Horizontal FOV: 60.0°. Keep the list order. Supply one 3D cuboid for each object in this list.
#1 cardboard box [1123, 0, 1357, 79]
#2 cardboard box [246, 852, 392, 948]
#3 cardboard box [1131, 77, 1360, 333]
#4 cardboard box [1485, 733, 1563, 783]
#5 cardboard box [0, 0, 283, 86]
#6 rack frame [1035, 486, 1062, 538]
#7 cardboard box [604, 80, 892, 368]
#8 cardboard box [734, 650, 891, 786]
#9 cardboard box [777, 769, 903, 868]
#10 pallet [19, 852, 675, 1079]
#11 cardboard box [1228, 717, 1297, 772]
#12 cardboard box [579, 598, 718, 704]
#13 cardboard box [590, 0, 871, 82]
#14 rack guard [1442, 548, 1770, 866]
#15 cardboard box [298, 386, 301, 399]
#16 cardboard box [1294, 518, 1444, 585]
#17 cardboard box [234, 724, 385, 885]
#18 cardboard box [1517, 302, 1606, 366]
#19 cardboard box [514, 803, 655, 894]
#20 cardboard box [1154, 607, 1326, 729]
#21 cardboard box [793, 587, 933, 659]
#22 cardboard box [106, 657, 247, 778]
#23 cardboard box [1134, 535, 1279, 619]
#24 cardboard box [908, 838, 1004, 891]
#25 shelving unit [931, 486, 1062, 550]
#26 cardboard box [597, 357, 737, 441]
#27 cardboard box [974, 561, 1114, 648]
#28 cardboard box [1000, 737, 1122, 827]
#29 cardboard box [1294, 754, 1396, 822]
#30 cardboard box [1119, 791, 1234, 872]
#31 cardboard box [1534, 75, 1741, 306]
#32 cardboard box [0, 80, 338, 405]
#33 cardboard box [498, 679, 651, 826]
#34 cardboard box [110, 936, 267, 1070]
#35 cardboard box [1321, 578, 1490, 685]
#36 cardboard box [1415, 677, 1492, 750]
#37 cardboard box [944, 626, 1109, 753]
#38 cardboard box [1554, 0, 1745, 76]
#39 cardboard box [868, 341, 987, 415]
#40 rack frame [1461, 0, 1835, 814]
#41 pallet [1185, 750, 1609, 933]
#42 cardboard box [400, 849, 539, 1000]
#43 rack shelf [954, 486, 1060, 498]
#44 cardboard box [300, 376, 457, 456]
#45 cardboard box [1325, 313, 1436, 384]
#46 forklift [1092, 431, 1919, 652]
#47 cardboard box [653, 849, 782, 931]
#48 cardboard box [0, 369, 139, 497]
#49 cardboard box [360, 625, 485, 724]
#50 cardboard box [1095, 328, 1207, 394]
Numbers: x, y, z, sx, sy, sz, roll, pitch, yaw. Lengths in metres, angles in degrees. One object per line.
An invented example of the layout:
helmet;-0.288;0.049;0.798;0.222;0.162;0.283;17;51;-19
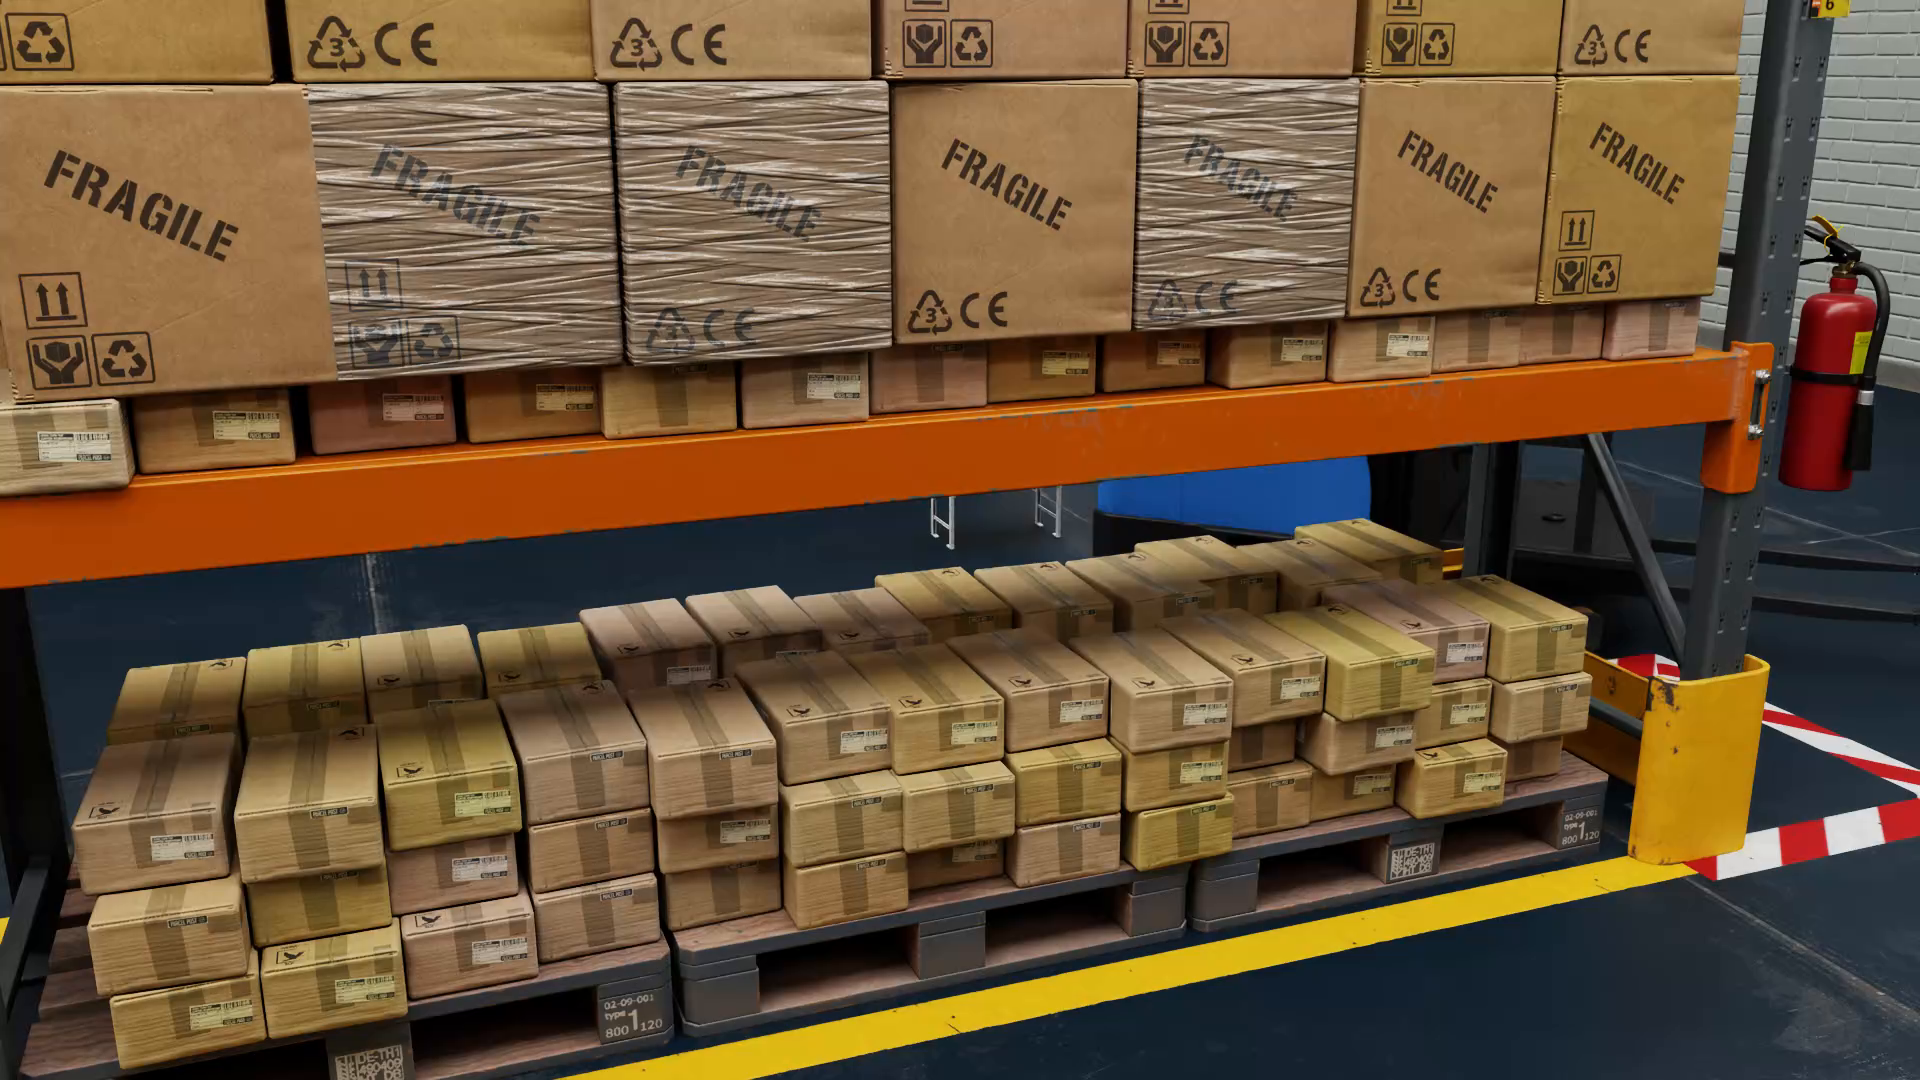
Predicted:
cardboard box;0.492;-1.231;3.488;0.500;0.500;0.500;-5;17;-17
cardboard box;-1.293;0.647;3.358;0.250;0.149;0.380;-6;17;-20
cardboard box;0.505;-0.752;3.630;0.500;0.500;0.500;-6;17;-20
cardboard box;1.369;0.496;4.401;0.250;0.149;0.380;-6;17;-19
cardboard box;-1.441;-1.027;2.792;0.500;0.500;0.500;-6;17;-19
rack frame;0.382;-0.617;7.070;0.015;1.200;0.240;-6;17;-20
cardboard box;-0.454;-0.643;3.257;0.500;0.500;0.500;-7;18;-21
cardboard box;-0.330;0.389;3.708;0.250;0.149;0.380;-7;18;-22
cardboard box;-0.301;0.556;3.667;0.250;0.149;0.380;-6;18;-20
pallet;-1.335;0.886;3.707;1.213;0.211;1.003;-6;17;-20
cardboard box;0.622;0.426;4.109;0.250;0.149;0.380;-6;18;-21
cardboard box;-0.766;0.281;4.076;0.250;0.149;0.380;-7;18;-23
cardboard box;-0.481;-1.126;3.129;0.500;0.500;0.500;-6;17;-19
rack guard;1.714;0.429;4.752;0.348;0.500;1.175;-6;17;-20
cardboard box;-1.565;-0.400;3.582;0.250;0.149;0.380;-7;18;-22
cardboard box;1.175;0.066;4.809;0.250;0.149;0.380;-7;18;-23
cardboard box;-1.276;0.513;3.285;0.250;0.149;0.380;-5;17;-17
cardboard box;1.336;-0.536;4.044;0.250;0.149;0.380;-6;17;-20
cardboard box;-0.825;0.586;3.564;0.250;0.149;0.380;-7;18;-23
cardboard box;0.666;0.302;4.006;0.250;0.149;0.380;-7;18;-22
cardboard box;-0.248;0.254;4.167;0.250;0.149;0.380;-6;17;-20
cardboard box;-1.711;0.401;3.666;0.250;0.149;0.380;-6;17;-18
cardboard box;0.679;0.117;4.635;0.250;0.149;0.380;-6;17;-20
cardboard box;-0.080;0.651;3.872;0.250;0.149;0.380;-6;17;-19
shelving unit;0.155;-0.592;6.986;0.503;1.200;0.258;-6;17;-20
cardboard box;-0.608;-0.317;3.302;0.250;0.149;0.380;-6;17;-19
cardboard box;0.215;0.189;4.389;0.250;0.149;0.380;-5;17;-18
cardboard box;0.185;0.503;3.849;0.250;0.149;0.380;-5;17;-17
cardboard box;0.887;0.552;4.208;0.250;0.149;0.380;-6;17;-20
cardboard box;0.445;0.623;3.968;0.250;0.149;0.380;-7;18;-23
cardboard box;1.458;-0.856;3.985;0.500;0.500;0.500;-6;17;-19
cardboard box;-1.397;-0.550;2.941;0.500;0.500;0.500;-6;18;-21
cardboard box;-0.822;0.443;3.526;0.250;0.149;0.380;-7;18;-22
cardboard box;-1.495;0.839;3.232;0.250;0.149;0.380;-7;18;-22
cardboard box;1.127;0.233;4.241;0.250;0.149;0.380;-6;17;-19
cardboard box;1.131;0.386;4.248;0.250;0.149;0.380;-7;18;-21
cardboard box;0.149;0.341;3.873;0.250;0.149;0.380;-7;18;-22
cardboard box;1.447;-1.337;3.849;0.500;0.500;0.500;-7;18;-21
cardboard box;-0.122;-0.382;3.521;0.250;0.149;0.380;-5;17;-18
rack frame;1.785;-0.778;4.426;0.127;3.000;1.000;-6;17;-20
pallet;0.943;0.640;4.545;1.213;0.211;1.003;-6;17;-20
cardboard box;-1.033;0.773;3.455;0.250;0.149;0.380;-6;17;-20
rack shelf;0.155;-0.301;7.072;0.480;0.148;0.258;-6;17;-20
cardboard box;-1.123;-0.283;3.186;0.250;0.149;0.380;-7;18;-23
cardboard box;0.878;-0.474;3.836;0.250;0.149;0.380;-6;17;-19
forklift;2.080;-1.179;5.911;3.031;2.935;1.130;7;18;22
cardboard box;-0.575;0.698;3.711;0.250;0.149;0.380;-7;18;-22
cardboard box;-1.568;-0.197;2.892;0.250;0.149;0.380;-5;17;-18
cardboard box;-1.256;0.338;3.881;0.250;0.149;0.380;-6;18;-21
cardboard box;0.348;-0.444;3.732;0.250;0.149;0.380;-7;18;-22
